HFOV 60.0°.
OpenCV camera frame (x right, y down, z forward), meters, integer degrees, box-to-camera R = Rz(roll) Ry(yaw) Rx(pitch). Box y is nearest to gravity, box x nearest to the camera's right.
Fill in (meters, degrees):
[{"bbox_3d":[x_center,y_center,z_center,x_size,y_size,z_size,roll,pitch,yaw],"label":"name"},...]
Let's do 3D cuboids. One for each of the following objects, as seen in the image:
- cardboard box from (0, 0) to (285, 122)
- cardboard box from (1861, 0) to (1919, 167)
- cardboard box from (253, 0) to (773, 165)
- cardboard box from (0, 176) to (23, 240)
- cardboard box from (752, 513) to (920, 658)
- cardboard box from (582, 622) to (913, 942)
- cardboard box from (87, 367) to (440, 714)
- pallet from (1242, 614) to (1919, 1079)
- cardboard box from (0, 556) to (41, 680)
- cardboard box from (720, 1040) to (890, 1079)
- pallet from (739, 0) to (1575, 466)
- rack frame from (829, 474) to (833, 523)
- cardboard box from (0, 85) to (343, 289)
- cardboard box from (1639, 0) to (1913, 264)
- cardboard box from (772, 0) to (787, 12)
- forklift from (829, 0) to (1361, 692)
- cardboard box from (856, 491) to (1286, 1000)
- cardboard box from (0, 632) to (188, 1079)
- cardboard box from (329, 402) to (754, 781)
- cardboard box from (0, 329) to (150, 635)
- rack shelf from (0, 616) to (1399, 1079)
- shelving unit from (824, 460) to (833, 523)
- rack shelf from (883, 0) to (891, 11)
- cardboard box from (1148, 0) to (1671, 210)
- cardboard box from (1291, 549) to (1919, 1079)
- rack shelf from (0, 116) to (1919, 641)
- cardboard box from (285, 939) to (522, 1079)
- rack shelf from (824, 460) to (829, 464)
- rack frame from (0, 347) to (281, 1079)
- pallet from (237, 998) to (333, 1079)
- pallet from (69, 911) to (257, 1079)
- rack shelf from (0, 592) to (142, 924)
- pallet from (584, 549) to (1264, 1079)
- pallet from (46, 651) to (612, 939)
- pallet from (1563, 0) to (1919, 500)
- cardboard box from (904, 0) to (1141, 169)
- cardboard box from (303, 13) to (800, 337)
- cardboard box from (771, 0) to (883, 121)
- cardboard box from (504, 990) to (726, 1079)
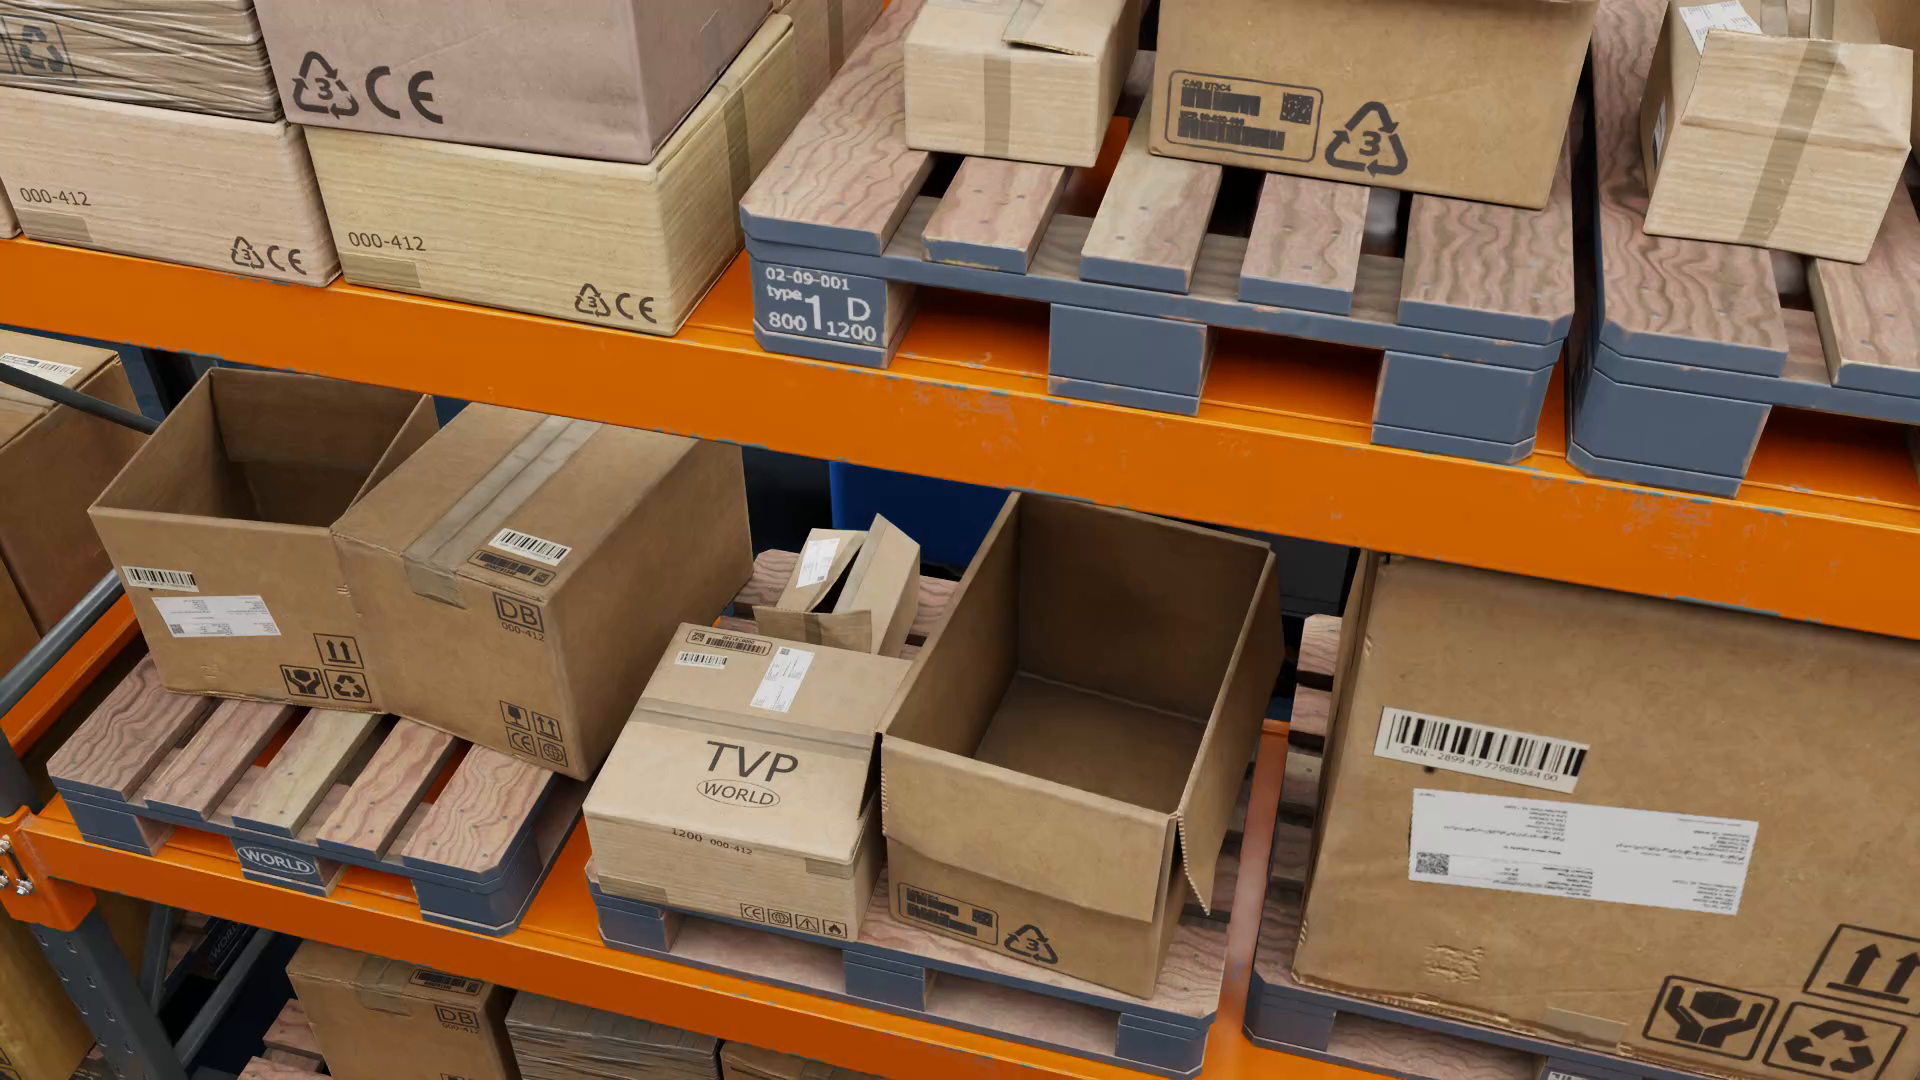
[{"bbox_3d":[-1.057,-0.924,2.219,0.500,0.500,0.500,10,41,12],"label":"cardboard box"},{"bbox_3d":[1.502,-0.694,2.004,0.637,0.503,0.797,8,41,9],"label":"cardboard box"},{"bbox_3d":[-0.569,-0.844,2.124,0.500,0.500,0.500,9,41,10],"label":"cardboard box"},{"bbox_3d":[-1.545,-0.725,2.565,0.500,0.250,0.500,10,41,12],"label":"cardboard box"},{"bbox_3d":[-0.253,0.130,3.540,0.258,0.266,0.396,9,41,10],"label":"cardboard box"},{"bbox_3d":[-0.374,0.448,3.174,0.500,0.250,0.500,9,41,10],"label":"cardboard box"},{"bbox_3d":[-1.401,-0.004,3.518,0.500,0.500,0.500,5,40,6],"label":"cardboard box"},{"bbox_3d":[1.230,0.651,3.291,1.213,0.211,1.003,10,41,11],"label":"pallet"},{"bbox_3d":[-2.474,0.164,3.645,0.500,0.500,0.500,11,41,13],"label":"cardboard box"},{"bbox_3d":[-0.192,1.192,4.100,0.500,0.500,0.700,13,42,15],"label":"cardboard box"},{"bbox_3d":[0.359,-0.621,2.471,1.003,0.211,1.213,10,41,11],"label":"pallet"},{"bbox_3d":[-0.387,-0.634,5.839,0.032,1.500,0.500,9,41,11],"label":"rack frame"},{"bbox_3d":[-1.049,-0.639,2.463,0.500,0.250,0.500,11,41,12],"label":"cardboard box"},{"bbox_3d":[0.997,-0.557,2.026,0.258,0.266,0.396,11,41,13],"label":"cardboard box"},{"bbox_3d":[-0.435,-1.154,2.493,0.500,0.500,0.500,10,41,12],"label":"cardboard box"},{"bbox_3d":[1.117,-0.955,5.109,3.031,2.935,1.130,9,41,11],"label":"forklift"},{"bbox_3d":[0.232,0.364,3.077,0.637,0.503,0.797,14,42,16],"label":"cardboard box"},{"bbox_3d":[-2.595,0.655,4.463,0.875,0.875,1.225,8,41,9],"label":"cardboard box"},{"bbox_3d":[-0.836,0.027,3.482,0.500,0.500,0.700,16,42,18],"label":"cardboard box"},{"bbox_3d":[-2.333,-0.158,4.028,0.500,0.500,0.500,11,41,13],"label":"cardboard box"},{"bbox_3d":[-0.001,0.738,3.598,4.000,0.370,1.077,10,41,11],"label":"rack shelf"},{"bbox_3d":[-0.880,-0.713,5.933,1.048,1.500,0.538,9,41,11],"label":"shelving unit"},{"bbox_3d":[1.378,-2.327,7.247,4.000,0.370,1.077,10,41,11],"label":"rack shelf"},{"bbox_3d":[0.592,-0.850,2.190,0.637,0.503,0.797,11,41,13],"label":"cardboard box"},{"bbox_3d":[1.199,0.186,2.904,1.000,1.000,1.000,10,41,12],"label":"cardboard box"},{"bbox_3d":[-0.001,-0.411,2.633,4.000,0.370,1.077,10,41,11],"label":"rack shelf"},{"bbox_3d":[-1.281,1.018,4.307,0.500,0.500,0.700,8,41,9],"label":"cardboard box"},{"bbox_3d":[-0.880,-0.576,6.049,1.000,0.185,0.538,9,41,11],"label":"rack shelf"},{"bbox_3d":[-1.933,0.130,3.763,0.127,3.000,1.000,10,41,11],"label":"rack frame"},{"bbox_3d":[-1.179,1.329,4.504,1.213,0.211,1.003,10,41,11],"label":"pallet"},{"bbox_3d":[-2.676,1.020,4.871,1.213,0.211,1.003,10,41,11],"label":"pallet"},{"bbox_3d":[-3.865,0.073,4.390,4.000,0.370,1.077,10,41,11],"label":"rack shelf"},{"bbox_3d":[-0.011,0.507,3.463,1.213,0.211,1.003,10,41,11],"label":"pallet"},{"bbox_3d":[-1.217,0.256,3.762,1.003,0.211,1.213,10,41,11],"label":"pallet"},{"bbox_3d":[1.362,-0.450,2.268,1.003,0.211,1.213,10,41,11],"label":"pallet"},{"bbox_3d":[0.094,-0.674,2.243,0.250,0.166,0.380,9,41,10],"label":"cardboard box"},{"bbox_3d":[-0.550,-0.560,2.368,0.500,0.250,0.500,11,41,12],"label":"cardboard box"},{"bbox_3d":[-0.444,-0.875,2.744,0.500,0.250,0.500,11,41,13],"label":"cardboard box"},{"bbox_3d":[-0.742,1.102,4.207,0.500,0.500,0.700,7,40,8],"label":"cardboard box"}]
